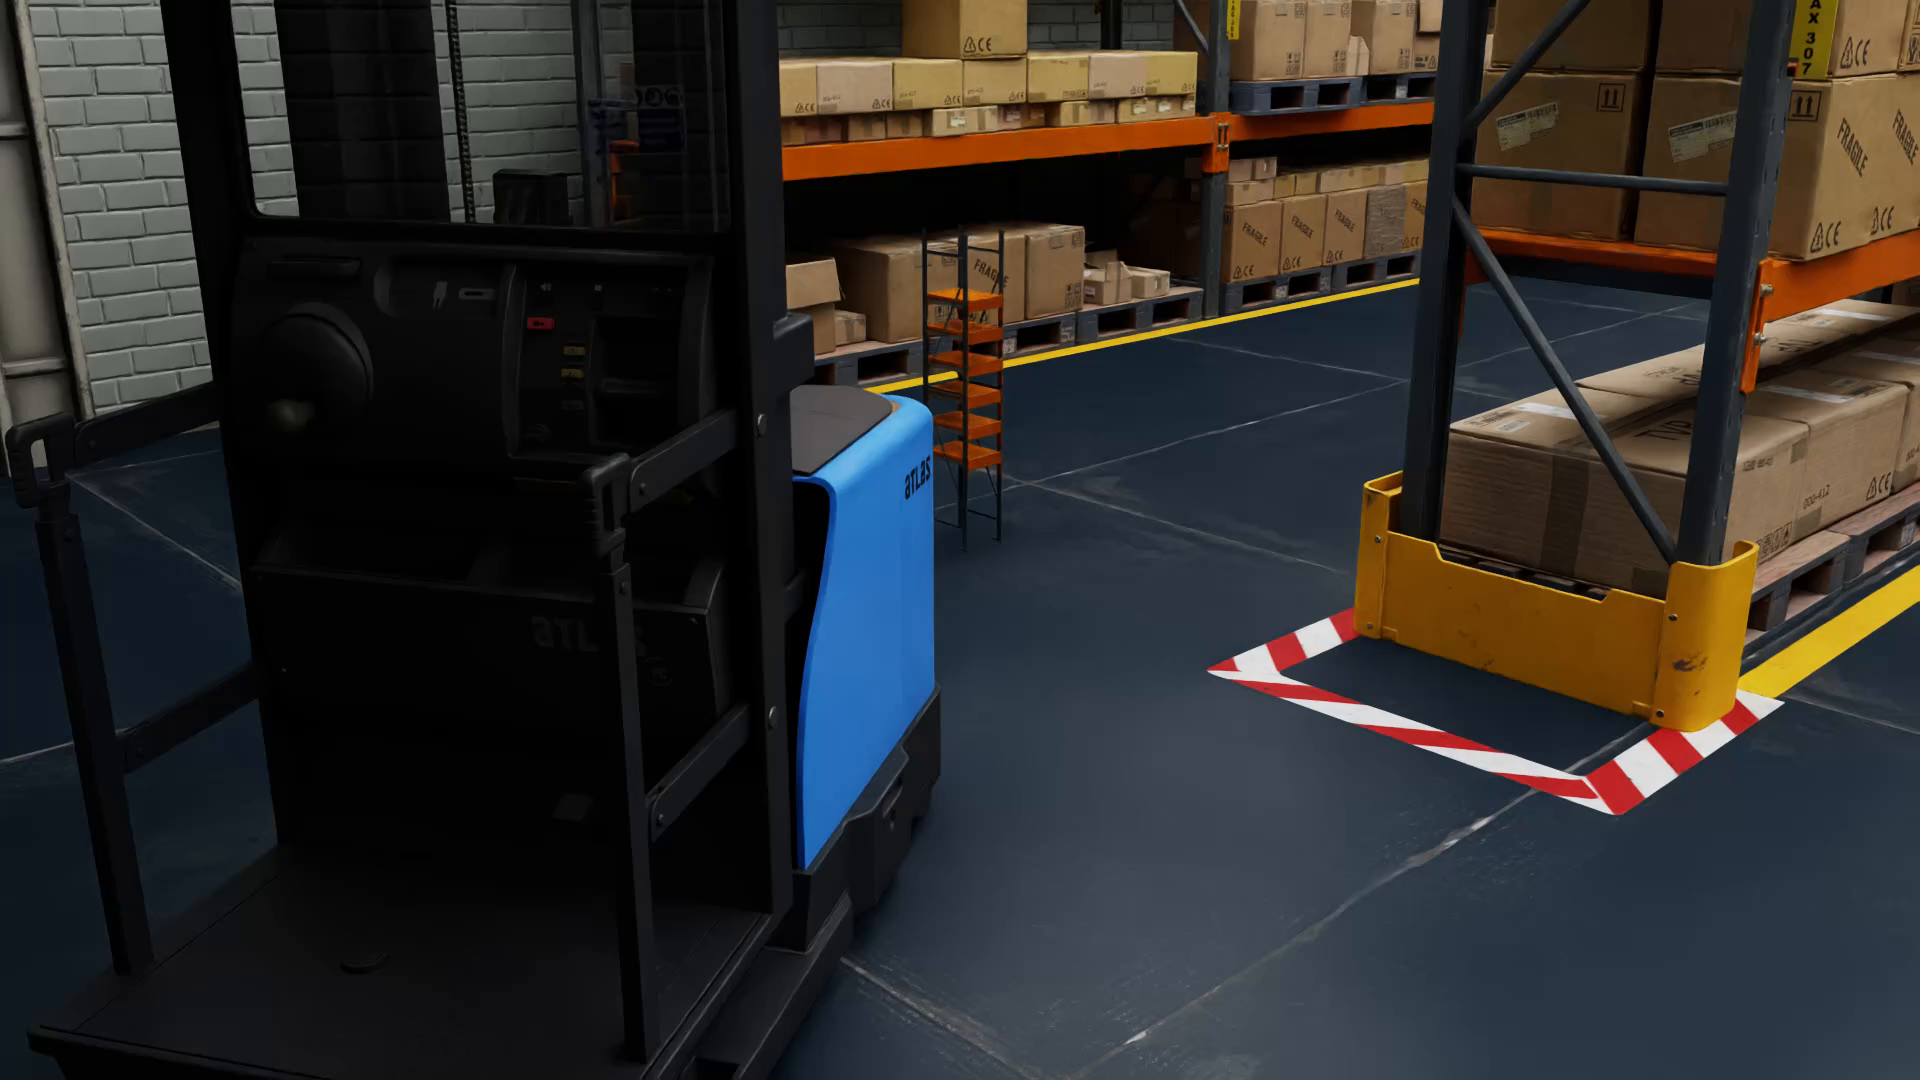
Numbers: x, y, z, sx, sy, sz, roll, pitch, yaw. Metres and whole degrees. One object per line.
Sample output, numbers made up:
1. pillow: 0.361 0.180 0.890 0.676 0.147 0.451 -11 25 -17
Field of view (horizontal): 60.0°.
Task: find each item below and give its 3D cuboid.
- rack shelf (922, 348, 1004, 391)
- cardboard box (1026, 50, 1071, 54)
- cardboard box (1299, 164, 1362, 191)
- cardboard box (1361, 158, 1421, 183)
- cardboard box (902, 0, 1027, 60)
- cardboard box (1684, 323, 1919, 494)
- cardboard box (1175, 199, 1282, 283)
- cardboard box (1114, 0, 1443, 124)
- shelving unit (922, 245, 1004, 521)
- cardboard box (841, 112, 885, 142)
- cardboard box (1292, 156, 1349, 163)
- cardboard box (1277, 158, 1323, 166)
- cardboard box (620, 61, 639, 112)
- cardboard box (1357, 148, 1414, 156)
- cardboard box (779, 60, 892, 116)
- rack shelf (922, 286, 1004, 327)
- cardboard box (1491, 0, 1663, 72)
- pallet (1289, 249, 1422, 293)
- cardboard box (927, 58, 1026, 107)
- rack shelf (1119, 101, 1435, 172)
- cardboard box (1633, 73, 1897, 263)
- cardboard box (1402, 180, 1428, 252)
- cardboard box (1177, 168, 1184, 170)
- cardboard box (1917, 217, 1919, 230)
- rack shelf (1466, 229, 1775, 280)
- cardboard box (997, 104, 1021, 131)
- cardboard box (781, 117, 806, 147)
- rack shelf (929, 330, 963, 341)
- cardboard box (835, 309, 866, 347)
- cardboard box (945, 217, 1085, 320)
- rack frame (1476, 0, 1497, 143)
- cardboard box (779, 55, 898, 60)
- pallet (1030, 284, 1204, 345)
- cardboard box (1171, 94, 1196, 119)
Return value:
1. rack shelf: 0.011 -0.646 6.286 0.180 0.103 0.258 -16 24 -41
2. cardboard box: 0.419 -2.915 10.371 0.500 0.250 0.500 -17 24 -41
3. cardboard box: 2.673 -2.623 12.032 0.250 0.149 0.380 -15 23 -39
4. cardboard box: 3.243 -2.793 12.555 0.250 0.149 0.380 -17 24 -42
5. cardboard box: 0.022 -2.930 9.202 0.500 0.500 0.500 -15 24 -39
6. cardboard box: 3.557 -0.567 6.844 0.875 0.438 0.875 17 25 42
7. cardboard box: 1.830 -2.059 11.345 0.500 0.500 0.500 -15 23 -38
8. cardboard box: 2.058 -3.298 11.286 3.665 0.713 0.828 -15 24 -39
9. shelving unit: 0.011 -0.574 6.310 0.183 1.046 0.258 -16 24 -41
10. cardboard box: -0.610 -2.205 8.830 0.250 0.149 0.380 -15 23 -39
11. cardboard box: 2.734 -2.837 12.691 0.250 0.149 0.380 -16 24 -40
12. cardboard box: 2.509 -2.789 12.544 0.265 0.149 0.390 -16 24 -41
13. cardboard box: -1.431 -2.376 8.711 0.500 0.250 0.500 -15 23 -39
14. cardboard box: 3.426 -3.073 13.418 0.250 0.149 0.380 -15 23 -39
15. cardboard box: -0.702 -2.362 8.667 0.500 0.250 0.500 -16 24 -40
16. rack shelf: 0.010 -0.874 6.212 0.180 0.103 0.258 -16 24 -41
17. cardboard box: 2.017 -1.716 5.131 0.500 0.500 0.500 -15 23 -39
18. pallet: 2.776 -2.111 12.653 1.213 0.211 1.003 -16 24 -41
19. cardboard box: 0.021 -2.583 9.349 0.500 0.250 0.500 -17 25 -42
20. rack shelf: 2.777 -3.078 12.282 4.000 0.370 1.077 -16 24 -41
21. cardboard box: 2.376 -1.122 4.921 0.500 0.500 0.500 -17 24 -41
22. cardboard box: 3.321 -2.502 12.710 0.500 0.500 0.500 -15 23 -39
23. cardboard box: 1.751 -2.569 11.865 0.250 0.149 0.380 -16 24 -40
24. cardboard box: 3.107 -1.340 5.591 0.500 0.500 0.500 -16 24 -41
25. rack shelf: 5.021 -2.920 3.801 3.910 4.714 5.869 -16 24 -41
26. cardboard box: 0.132 -2.430 9.523 0.250 0.149 0.380 -16 24 -41
27. cardboard box: -1.002 -2.102 8.512 0.250 0.149 0.380 -15 24 -39
28. rack shelf: 0.010 -0.779 6.243 0.166 0.020 0.199 -16 24 -41
29. cardboard box: -0.738 -1.182 9.210 0.380 0.149 0.250 17 24 42
30. cardboard box: 0.329 -1.661 10.115 0.700 0.500 0.500 17 24 42
31. rack frame: 7.428 -4.081 12.893 4.036 3.426 6.040 -16 24 -41
32. cardboard box: -0.692 -2.589 9.367 0.500 0.250 0.500 -15 23 -39
33. pallet: 0.824 -1.525 10.846 1.213 0.211 1.003 -16 24 -41
34. cardboard box: 1.266 -2.753 10.520 0.250 0.149 0.380 -16 24 -40
